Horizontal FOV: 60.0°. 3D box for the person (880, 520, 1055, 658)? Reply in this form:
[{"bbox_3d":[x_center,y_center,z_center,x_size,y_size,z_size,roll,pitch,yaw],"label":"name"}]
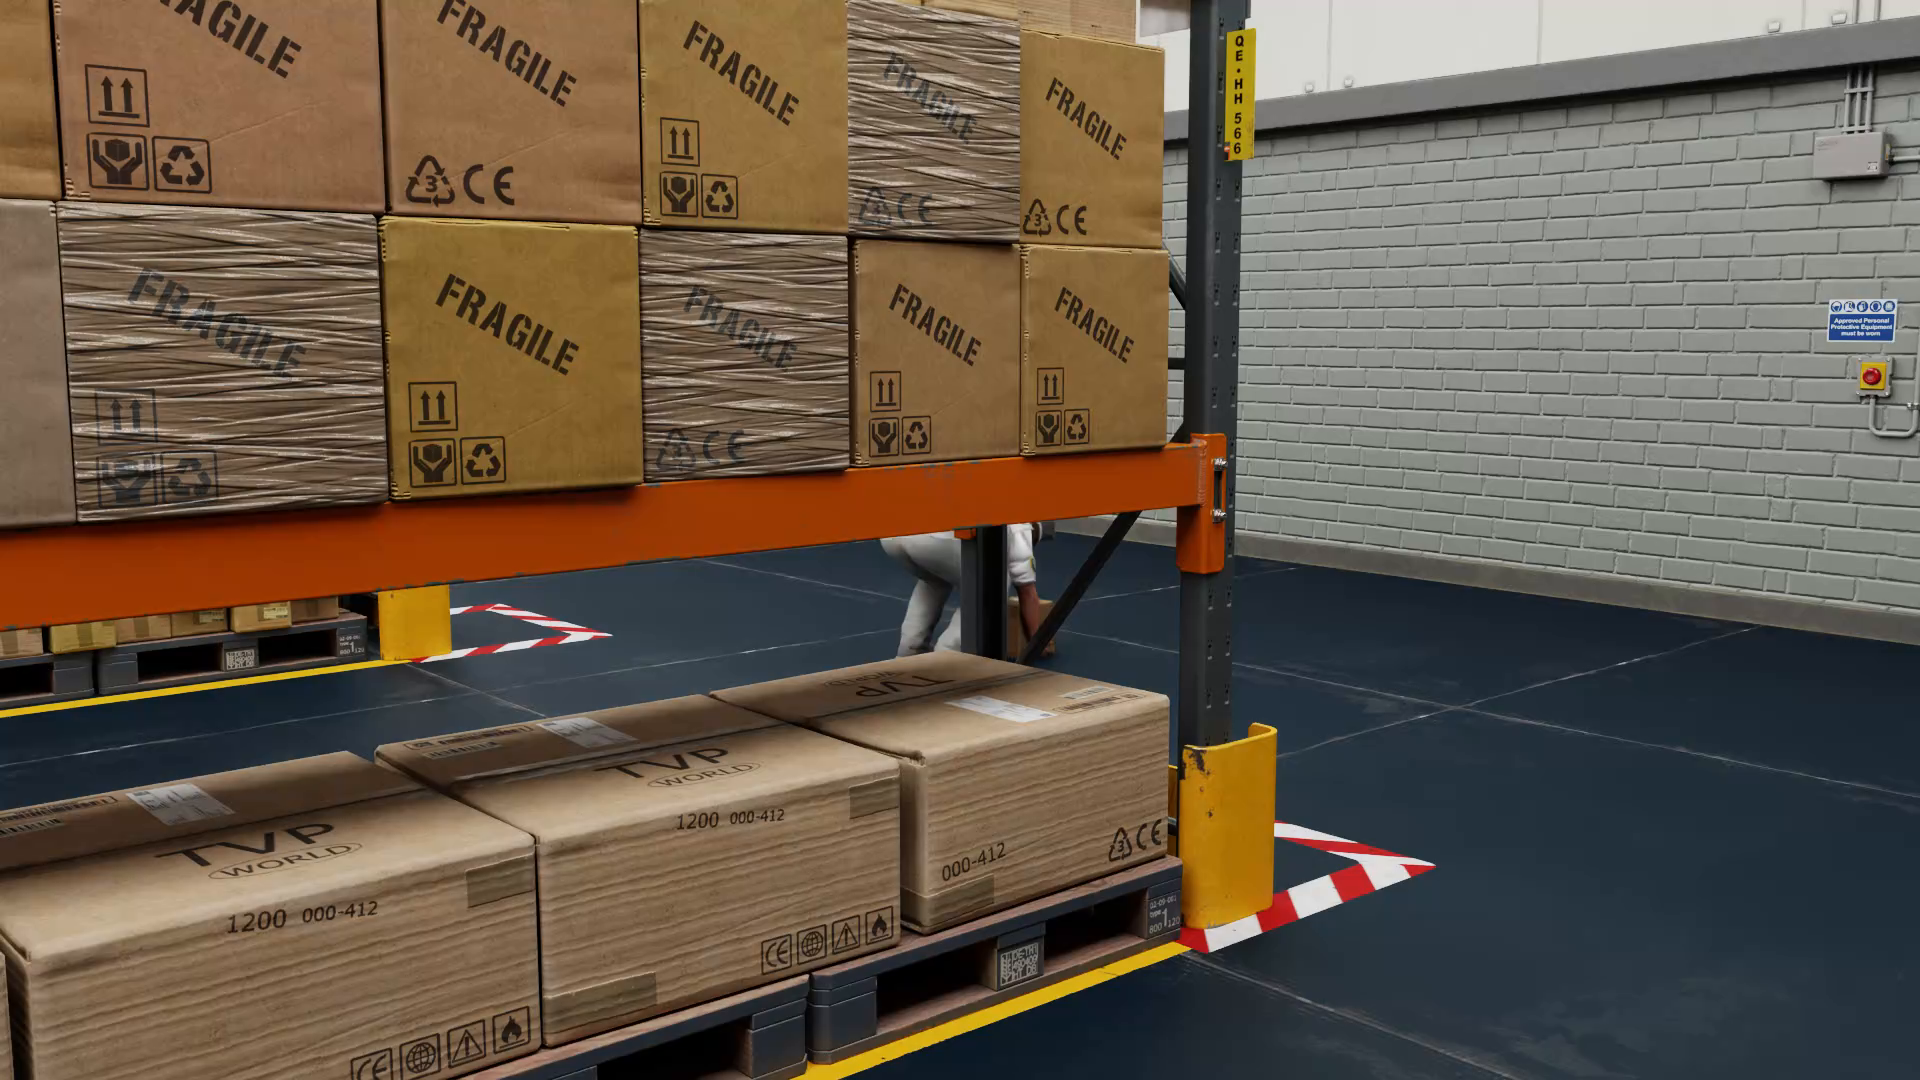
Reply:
[{"bbox_3d":[0.048,0.141,7.980,1.026,0.921,0.545,-7,10,-43],"label":"person"}]
